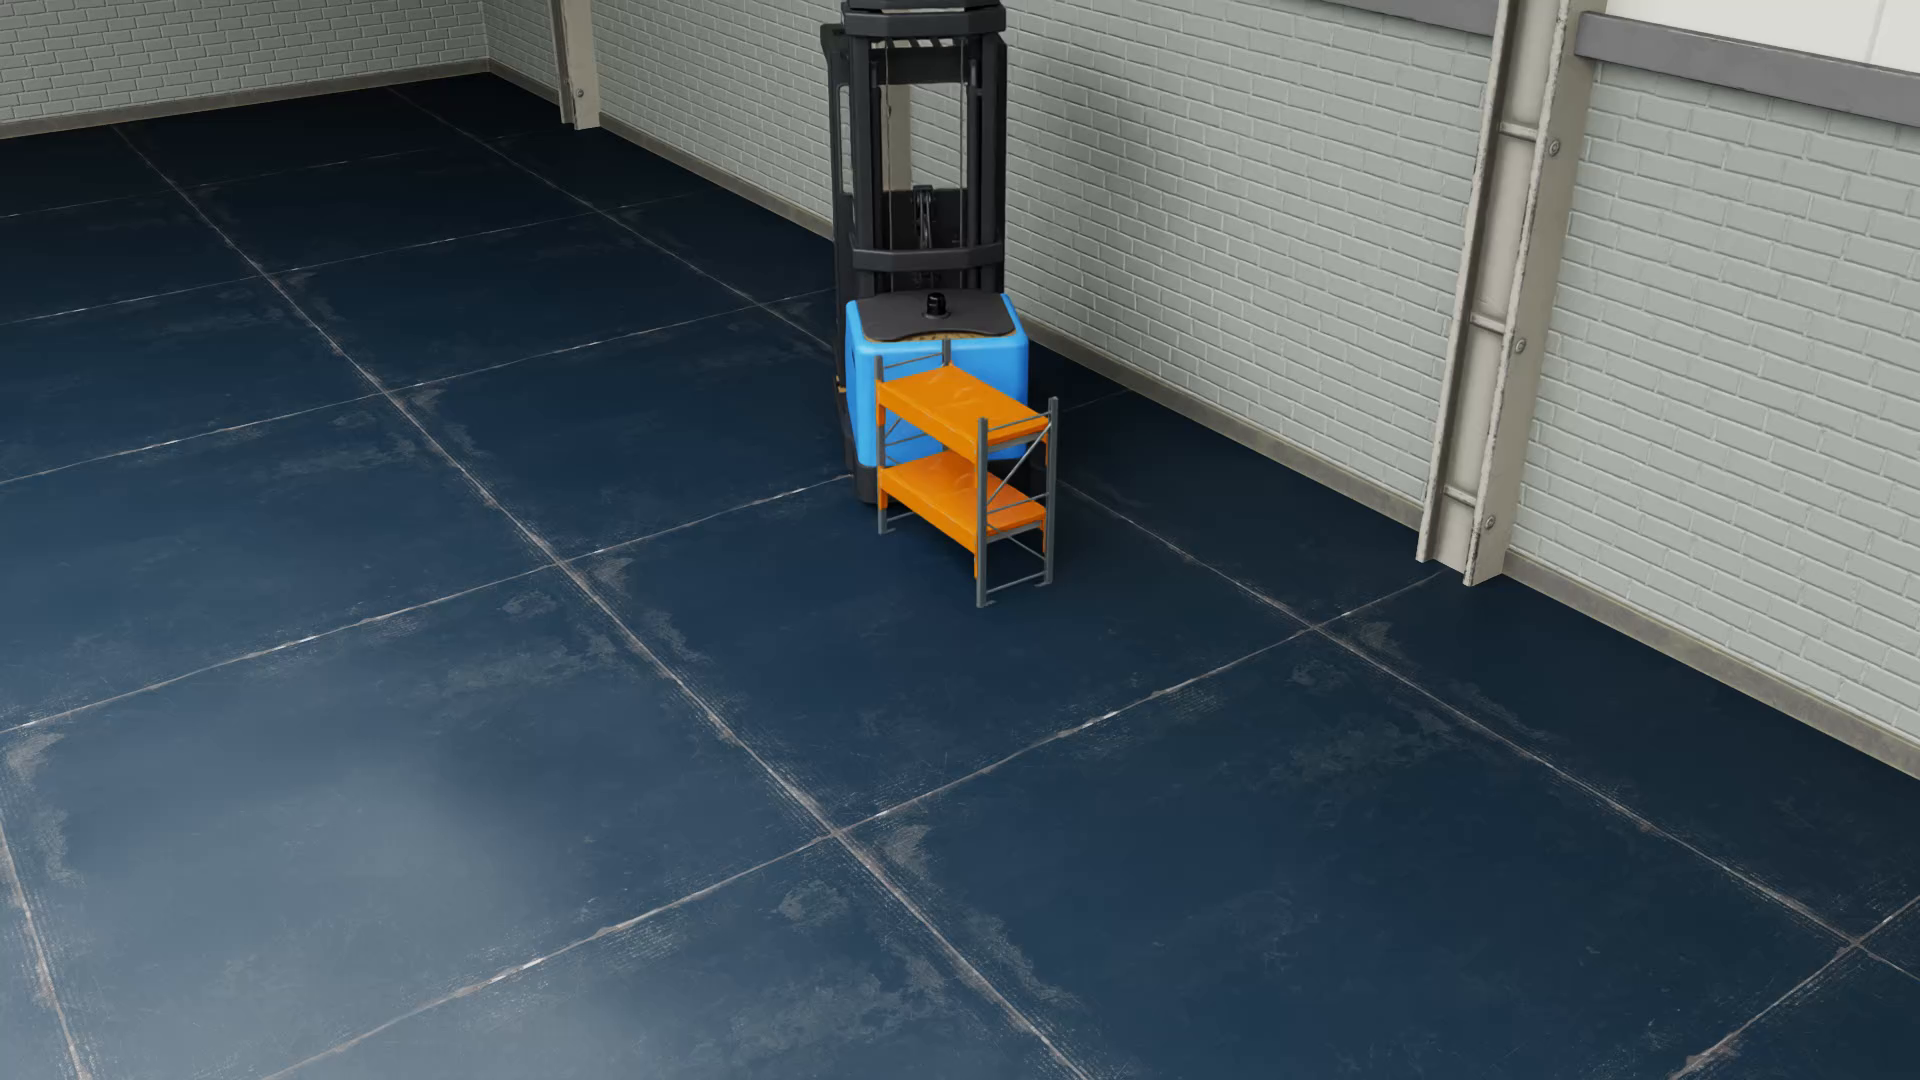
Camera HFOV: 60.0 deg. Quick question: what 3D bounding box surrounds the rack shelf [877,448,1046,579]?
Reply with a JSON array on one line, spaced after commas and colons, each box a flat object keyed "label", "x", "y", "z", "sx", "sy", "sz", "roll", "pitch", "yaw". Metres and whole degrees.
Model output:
[{"label": "rack shelf", "x": 0.020, "y": -0.178, "z": 9.411, "sx": 0.538, "sy": 0.278, "sz": 1.000, "roll": -18, "pitch": 33, "yaw": -30}]

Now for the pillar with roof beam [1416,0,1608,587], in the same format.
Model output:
[{"label": "pillar with roof beam", "x": -0.654, "y": -2.621, "z": 5.146, "sx": 9.100, "sy": 9.000, "sz": 0.400, "roll": -19, "pitch": 34, "yaw": -31}]

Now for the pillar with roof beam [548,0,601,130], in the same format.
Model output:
[{"label": "pillar with roof beam", "x": -7.614, "y": -7.286, "z": 13.736, "sx": 9.100, "sy": 9.000, "sz": 0.400, "roll": -19, "pitch": 34, "yaw": -31}]

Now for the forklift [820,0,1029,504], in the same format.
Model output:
[{"label": "forklift", "x": -0.291, "y": -2.187, "z": 10.705, "sx": 1.130, "sy": 2.935, "sz": 3.031, "roll": -4, "pitch": 29, "yaw": -7}]

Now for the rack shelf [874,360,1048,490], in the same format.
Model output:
[{"label": "rack shelf", "x": 0.020, "y": -0.650, "z": 9.155, "sx": 0.538, "sy": 0.278, "sz": 1.000, "roll": -18, "pitch": 33, "yaw": -30}]

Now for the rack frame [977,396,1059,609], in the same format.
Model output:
[{"label": "rack frame", "x": 0.306, "y": -0.192, "z": 8.925, "sx": 0.500, "sy": 1.125, "sz": 0.032, "roll": -18, "pitch": 33, "yaw": -30}]

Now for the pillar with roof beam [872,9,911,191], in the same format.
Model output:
[{"label": "pillar with roof beam", "x": -4.134, "y": -4.953, "z": 9.441, "sx": 9.100, "sy": 9.000, "sz": 0.400, "roll": -19, "pitch": 34, "yaw": -31}]

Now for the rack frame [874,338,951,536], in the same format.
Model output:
[{"label": "rack frame", "x": -0.267, "y": -0.593, "z": 9.663, "sx": 0.500, "sy": 1.125, "sz": 0.032, "roll": -18, "pitch": 33, "yaw": -30}]

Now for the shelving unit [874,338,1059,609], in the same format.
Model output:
[{"label": "shelving unit", "x": 0.020, "y": -0.393, "z": 9.294, "sx": 0.538, "sy": 1.125, "sz": 1.048, "roll": -18, "pitch": 33, "yaw": -30}]
